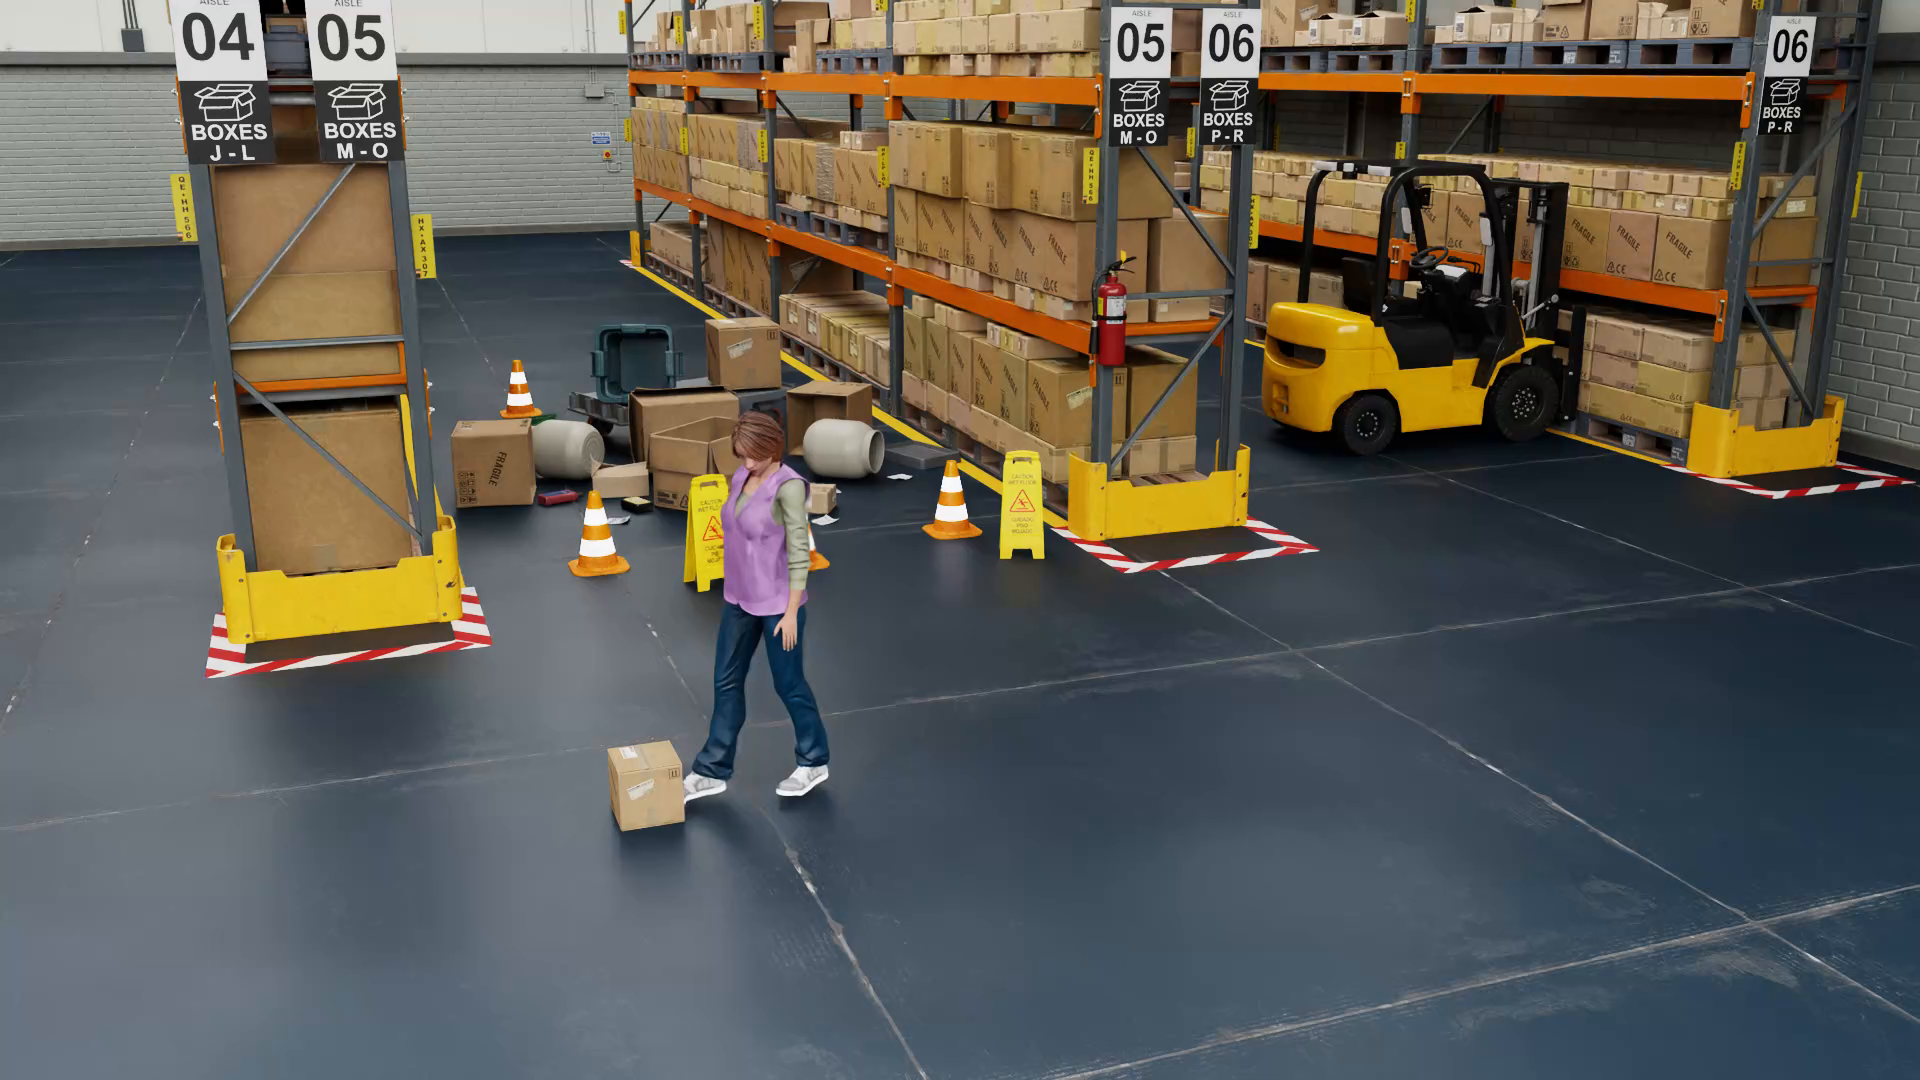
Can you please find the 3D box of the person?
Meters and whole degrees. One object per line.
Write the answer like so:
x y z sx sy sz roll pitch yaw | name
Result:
-0.828 0.279 6.517 0.671 1.579 0.455 -14 21 -41 | person
